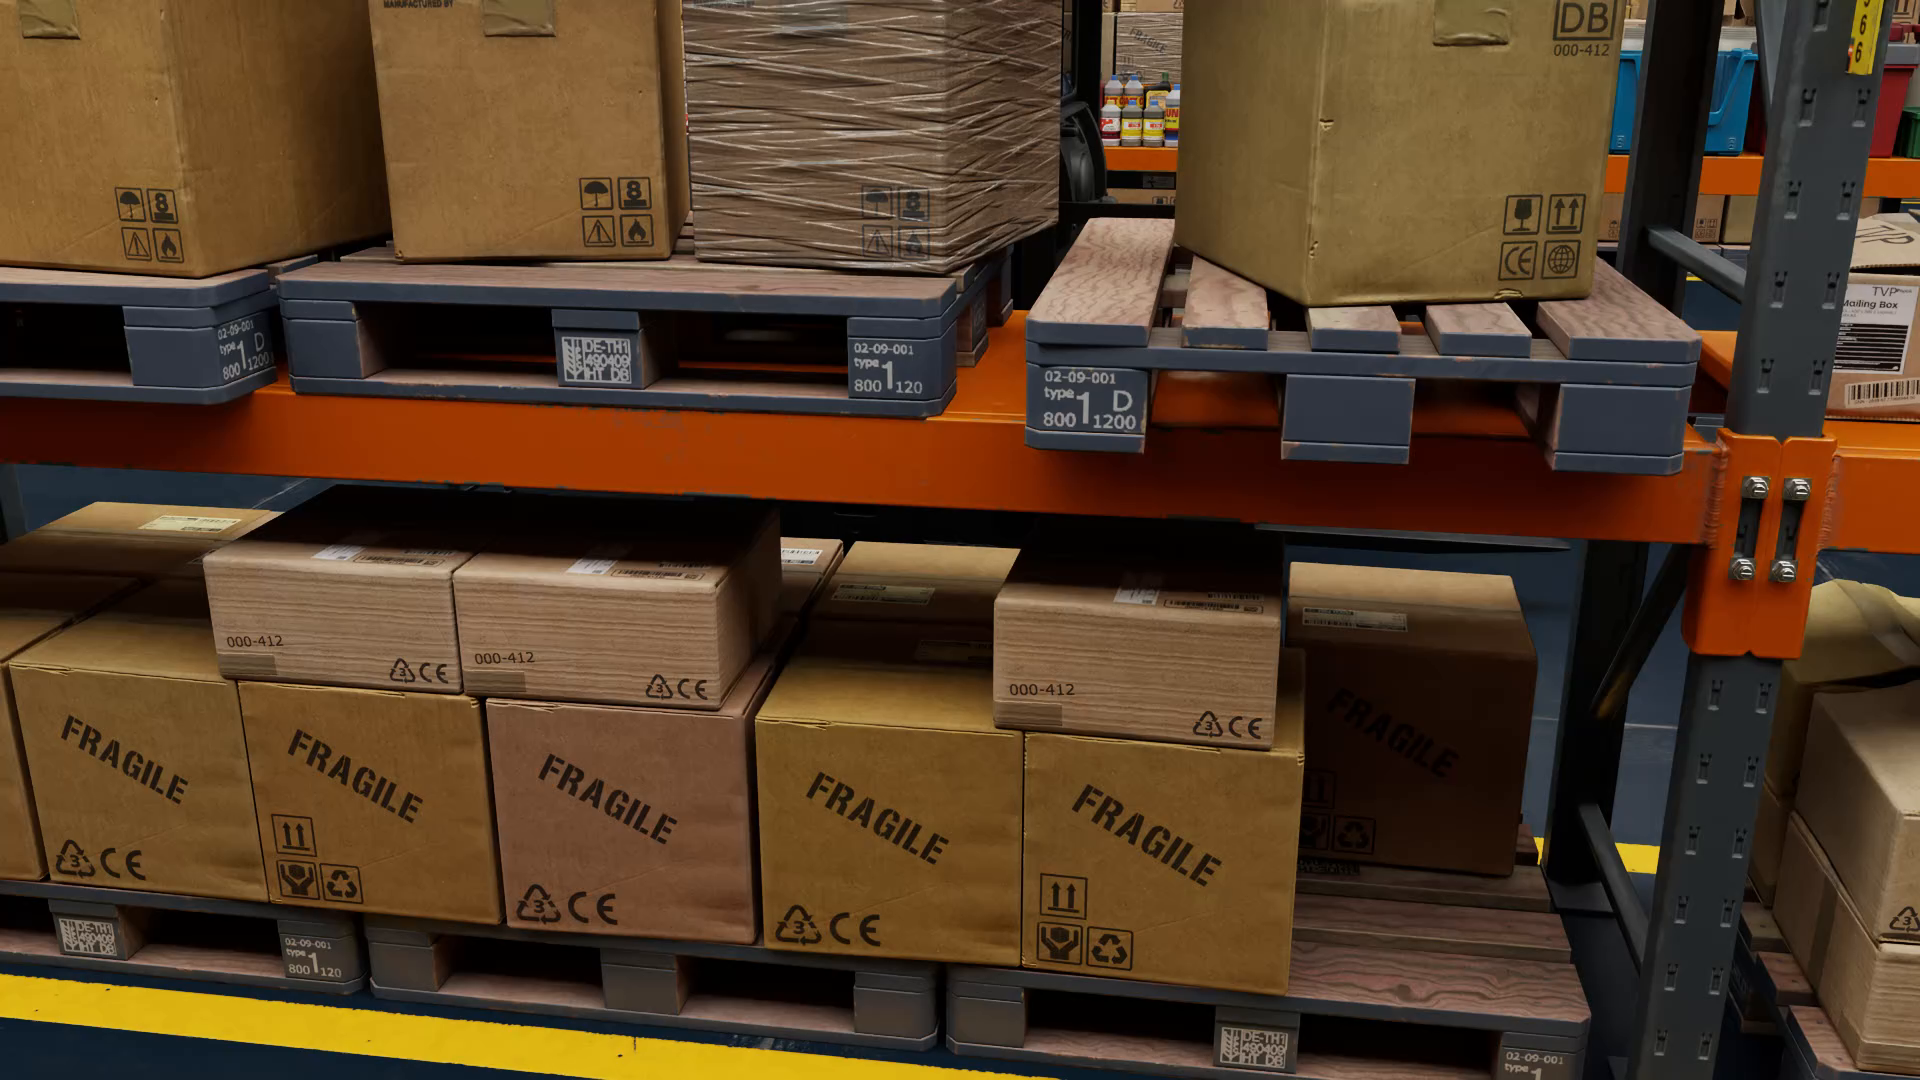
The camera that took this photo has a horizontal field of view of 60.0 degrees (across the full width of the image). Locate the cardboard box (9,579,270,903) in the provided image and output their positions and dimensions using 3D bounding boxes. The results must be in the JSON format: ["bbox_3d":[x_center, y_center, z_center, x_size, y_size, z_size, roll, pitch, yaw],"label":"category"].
[{"bbox_3d":[-1.612,0.414,3.584,0.500,0.500,0.500,3,19,9],"label":"cardboard box"}]

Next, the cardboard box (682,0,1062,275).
[{"bbox_3d":[-0.142,-0.834,3.249,0.500,0.500,0.700,7,20,19],"label":"cardboard box"}]

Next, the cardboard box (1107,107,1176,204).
[{"bbox_3d":[1.388,-2.869,12.836,0.875,0.875,1.225,3,19,9],"label":"cardboard box"}]

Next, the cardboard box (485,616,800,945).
[{"bbox_3d":[-0.621,0.467,3.425,0.500,0.500,0.500,2,19,7],"label":"cardboard box"}]

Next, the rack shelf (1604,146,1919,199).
[{"bbox_3d":[4.134,-1.595,7.477,4.000,0.370,1.077,3,19,9],"label":"rack shelf"}]

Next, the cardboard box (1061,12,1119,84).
[{"bbox_3d":[0.912,-3.661,12.360,0.500,0.500,0.500,3,19,10],"label":"cardboard box"}]

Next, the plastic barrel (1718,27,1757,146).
[{"bbox_3d":[3.625,-2.084,7.628,0.421,0.512,0.421,0,18,0],"label":"plastic barrel"}]

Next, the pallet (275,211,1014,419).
[{"bbox_3d":[-0.551,-0.491,3.345,1.213,0.211,1.003,3,19,9],"label":"pallet"}]

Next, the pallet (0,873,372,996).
[{"bbox_3d":[-1.770,0.665,3.983,1.213,0.211,1.003,3,19,9],"label":"pallet"}]

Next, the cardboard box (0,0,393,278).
[{"bbox_3d":[-1.458,-0.824,3.220,0.500,0.500,0.700,6,19,17],"label":"cardboard box"}]

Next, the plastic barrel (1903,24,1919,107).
[{"bbox_3d":[4.474,-2.054,7.500,0.433,0.535,0.433,0,18,0],"label":"plastic barrel"}]

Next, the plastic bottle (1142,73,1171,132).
[{"bbox_3d":[0.974,-2.161,8.217,0.133,0.283,0.061,3,19,9],"label":"plastic bottle"}]

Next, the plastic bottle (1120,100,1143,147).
[{"bbox_3d":[0.777,-1.882,7.513,0.097,0.201,0.097,0,18,0],"label":"plastic bottle"}]

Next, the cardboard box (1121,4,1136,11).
[{"bbox_3d":[1.743,-5.318,16.734,0.250,0.149,0.380,3,19,8],"label":"cardboard box"}]

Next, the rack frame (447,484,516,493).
[{"bbox_3d":[-1.915,-0.842,6.455,0.032,1.500,0.500,4,19,11],"label":"rack frame"}]

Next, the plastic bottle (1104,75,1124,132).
[{"bbox_3d":[0.761,-2.160,8.234,0.097,0.271,0.097,0,18,0],"label":"plastic bottle"}]

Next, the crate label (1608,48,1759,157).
[{"bbox_3d":[3.097,-1.919,7.255,0.616,0.435,0.502,3,19,9],"label":"crate label"}]

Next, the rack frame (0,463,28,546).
[{"bbox_3d":[-2.579,-0.687,3.628,0.127,3.000,1.000,3,19,9],"label":"rack frame"}]

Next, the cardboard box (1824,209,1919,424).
[{"bbox_3d":[1.722,-0.411,2.945,0.500,0.311,0.500,4,19,12],"label":"cardboard box"}]

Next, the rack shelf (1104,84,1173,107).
[{"bbox_3d":[0.970,-3.348,12.716,4.000,0.370,1.077,3,19,9],"label":"rack shelf"}]

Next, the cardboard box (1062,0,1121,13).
[{"bbox_3d":[0.919,-4.219,12.446,0.637,0.503,0.797,4,19,10],"label":"cardboard box"}]

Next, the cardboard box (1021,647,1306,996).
[{"bbox_3d":[0.409,0.518,3.274,0.500,0.500,0.500,4,19,11],"label":"cardboard box"}]

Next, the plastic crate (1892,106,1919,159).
[{"bbox_3d":[4.344,-1.734,7.093,0.662,0.188,0.450,3,19,9],"label":"plastic crate"}]

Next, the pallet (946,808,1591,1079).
[{"bbox_3d":[0.639,0.788,3.616,1.213,0.211,1.003,3,19,9],"label":"pallet"}]

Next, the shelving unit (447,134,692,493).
[{"bbox_3d":[-1.417,-0.809,6.358,1.048,1.500,0.538,4,19,11],"label":"shelving unit"}]

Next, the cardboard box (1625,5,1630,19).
[{"bbox_3d":[6.225,-4.977,16.292,0.500,0.500,0.500,3,19,9],"label":"cardboard box"}]

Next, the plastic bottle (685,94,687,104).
[{"bbox_3d":[-1.351,-2.185,8.420,0.097,0.201,0.097,0,18,0],"label":"plastic bottle"}]

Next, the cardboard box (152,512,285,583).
[{"bbox_3d":[-1.560,0.253,4.066,0.500,0.500,0.500,3,19,9],"label":"cardboard box"}]

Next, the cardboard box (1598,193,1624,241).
[{"bbox_3d":[4.720,-2.534,12.395,0.500,0.500,0.700,5,19,13],"label":"cardboard box"}]

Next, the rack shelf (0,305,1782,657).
[{"bbox_3d":[-0.605,-0.245,3.441,4.000,0.370,1.077,3,19,9],"label":"rack shelf"}]

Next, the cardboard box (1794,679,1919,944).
[{"bbox_3d":[1.840,0.472,2.953,0.500,0.311,0.500,4,19,11],"label":"cardboard box"}]

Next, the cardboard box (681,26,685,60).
[{"bbox_3d":[-1.993,-3.825,12.775,0.500,0.250,0.500,3,19,10],"label":"cardboard box"}]

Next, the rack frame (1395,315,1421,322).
[{"bbox_3d":[2.159,-2.037,7.663,0.127,3.000,1.000,3,19,9],"label":"rack frame"}]

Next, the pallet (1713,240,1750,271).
[{"bbox_3d":[6.125,-2.104,12.257,1.213,0.211,1.003,3,19,9],"label":"pallet"}]

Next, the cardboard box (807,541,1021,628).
[{"bbox_3d":[-0.046,0.328,3.843,0.500,0.500,0.500,3,19,8],"label":"cardboard box"}]

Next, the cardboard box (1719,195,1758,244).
[{"bbox_3d":[5.823,-2.478,12.228,0.500,0.500,0.700,3,19,8],"label":"cardboard box"}]

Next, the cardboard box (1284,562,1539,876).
[{"bbox_3d":[0.966,0.379,3.689,0.500,0.500,0.500,4,19,11],"label":"cardboard box"}]

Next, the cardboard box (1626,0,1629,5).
[{"bbox_3d":[6.283,-5.532,16.375,0.500,0.500,0.700,3,19,9],"label":"cardboard box"}]

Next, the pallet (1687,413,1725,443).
[{"bbox_3d":[2.918,-0.663,7.953,1.213,0.211,1.003,3,19,9],"label":"pallet"}]

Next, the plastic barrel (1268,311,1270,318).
[{"bbox_3d":[1.674,-1.226,7.999,0.708,0.830,0.600,3,19,9],"label":"plastic barrel"}]

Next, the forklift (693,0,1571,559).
[{"bbox_3d":[0.612,-1.350,5.719,3.031,2.935,1.130,4,19,11],"label":"forklift"}]

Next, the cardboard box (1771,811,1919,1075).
[{"bbox_3d":[1.840,0.738,3.042,0.500,0.250,0.500,3,19,8],"label":"cardboard box"}]

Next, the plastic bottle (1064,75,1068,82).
[{"bbox_3d":[0.533,-2.171,8.268,0.097,0.271,0.097,0,18,0],"label":"plastic bottle"}]

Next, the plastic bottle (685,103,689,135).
[{"bbox_3d":[-1.247,-1.985,7.822,0.097,0.201,0.097,0,18,0],"label":"plastic bottle"}]

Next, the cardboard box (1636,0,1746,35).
[{"bbox_3d":[5.168,-3.694,11.790,0.637,0.503,0.797,5,19,14],"label":"cardboard box"}]

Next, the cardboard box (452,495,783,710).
[{"bbox_3d":[-0.658,0.111,3.309,0.500,0.250,0.500,3,19,8],"label":"cardboard box"}]
